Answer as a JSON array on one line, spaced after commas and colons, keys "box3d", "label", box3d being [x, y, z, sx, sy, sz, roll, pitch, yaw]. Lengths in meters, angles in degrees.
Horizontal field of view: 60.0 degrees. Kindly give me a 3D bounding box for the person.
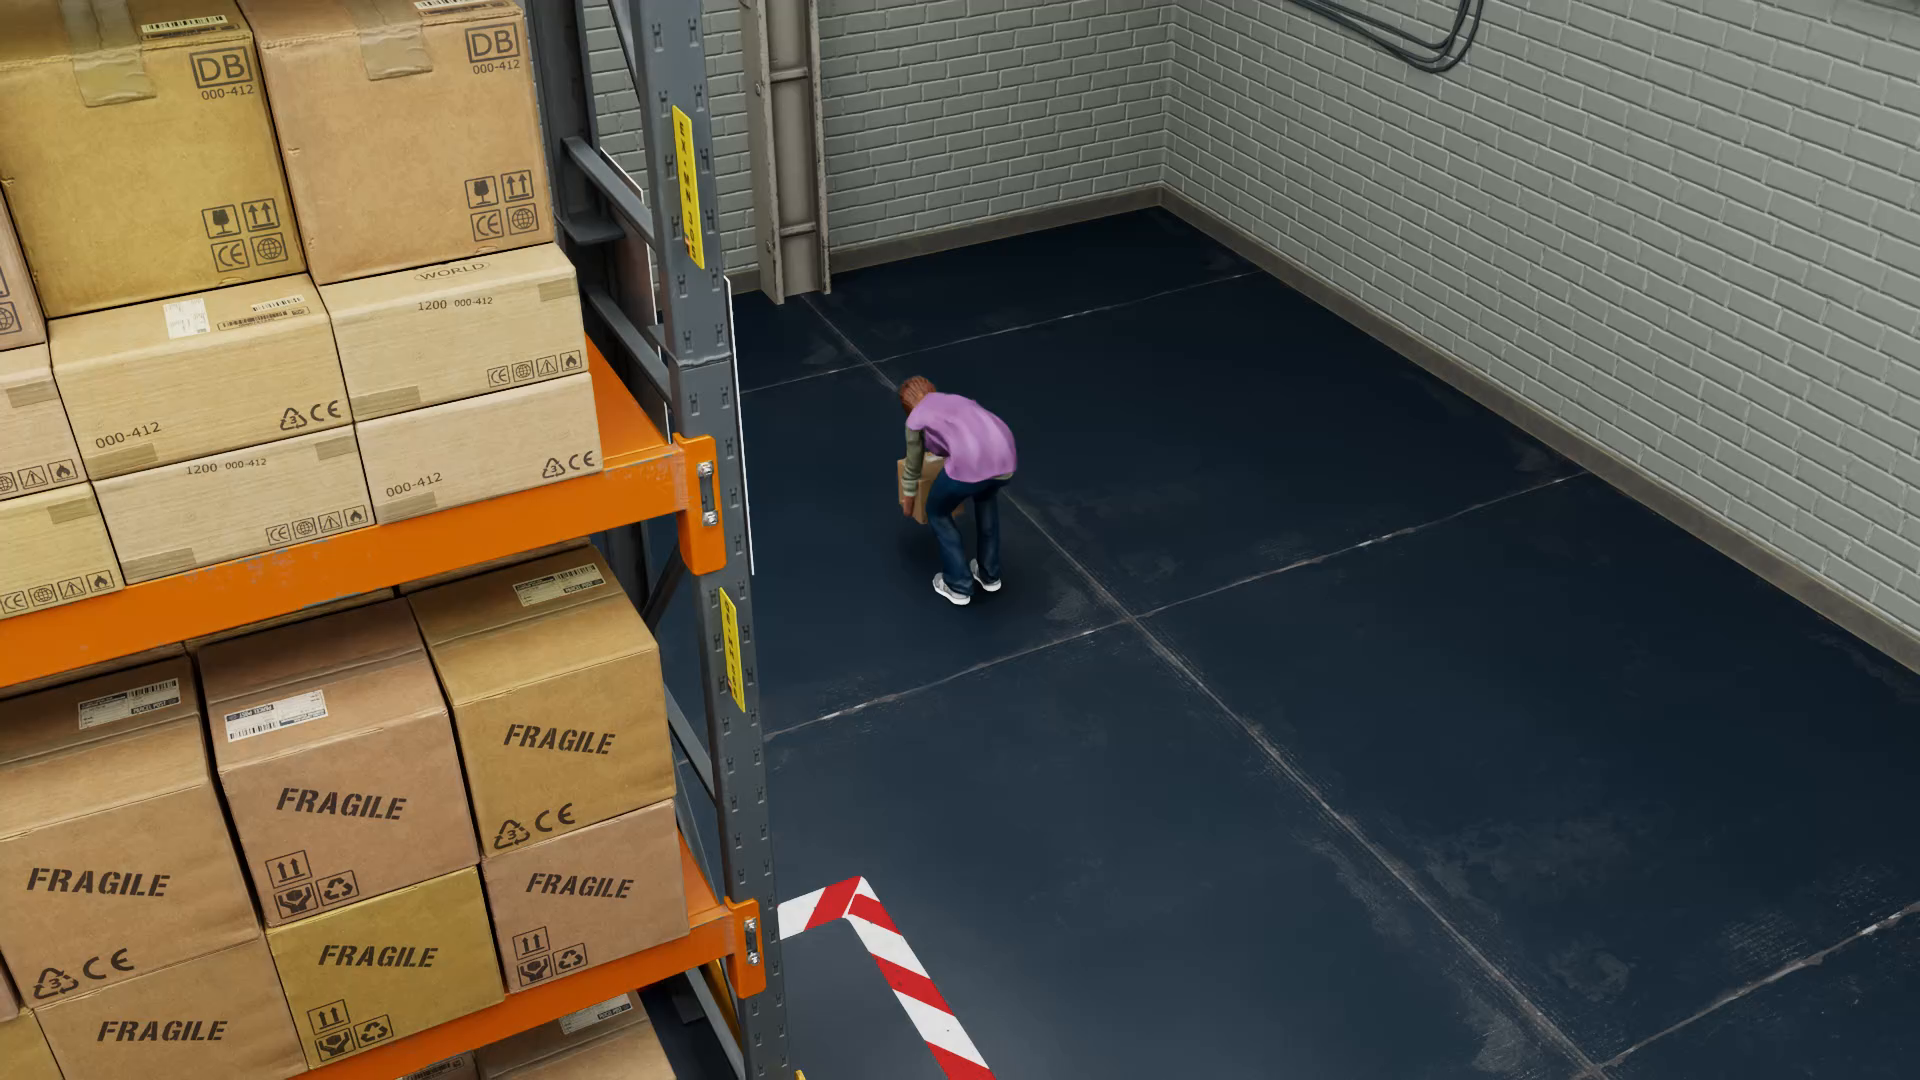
[{"box3d": [0.053, -0.404, 7.762, 0.470, 1.592, 0.348, -18, 37, -25], "label": "person"}]
